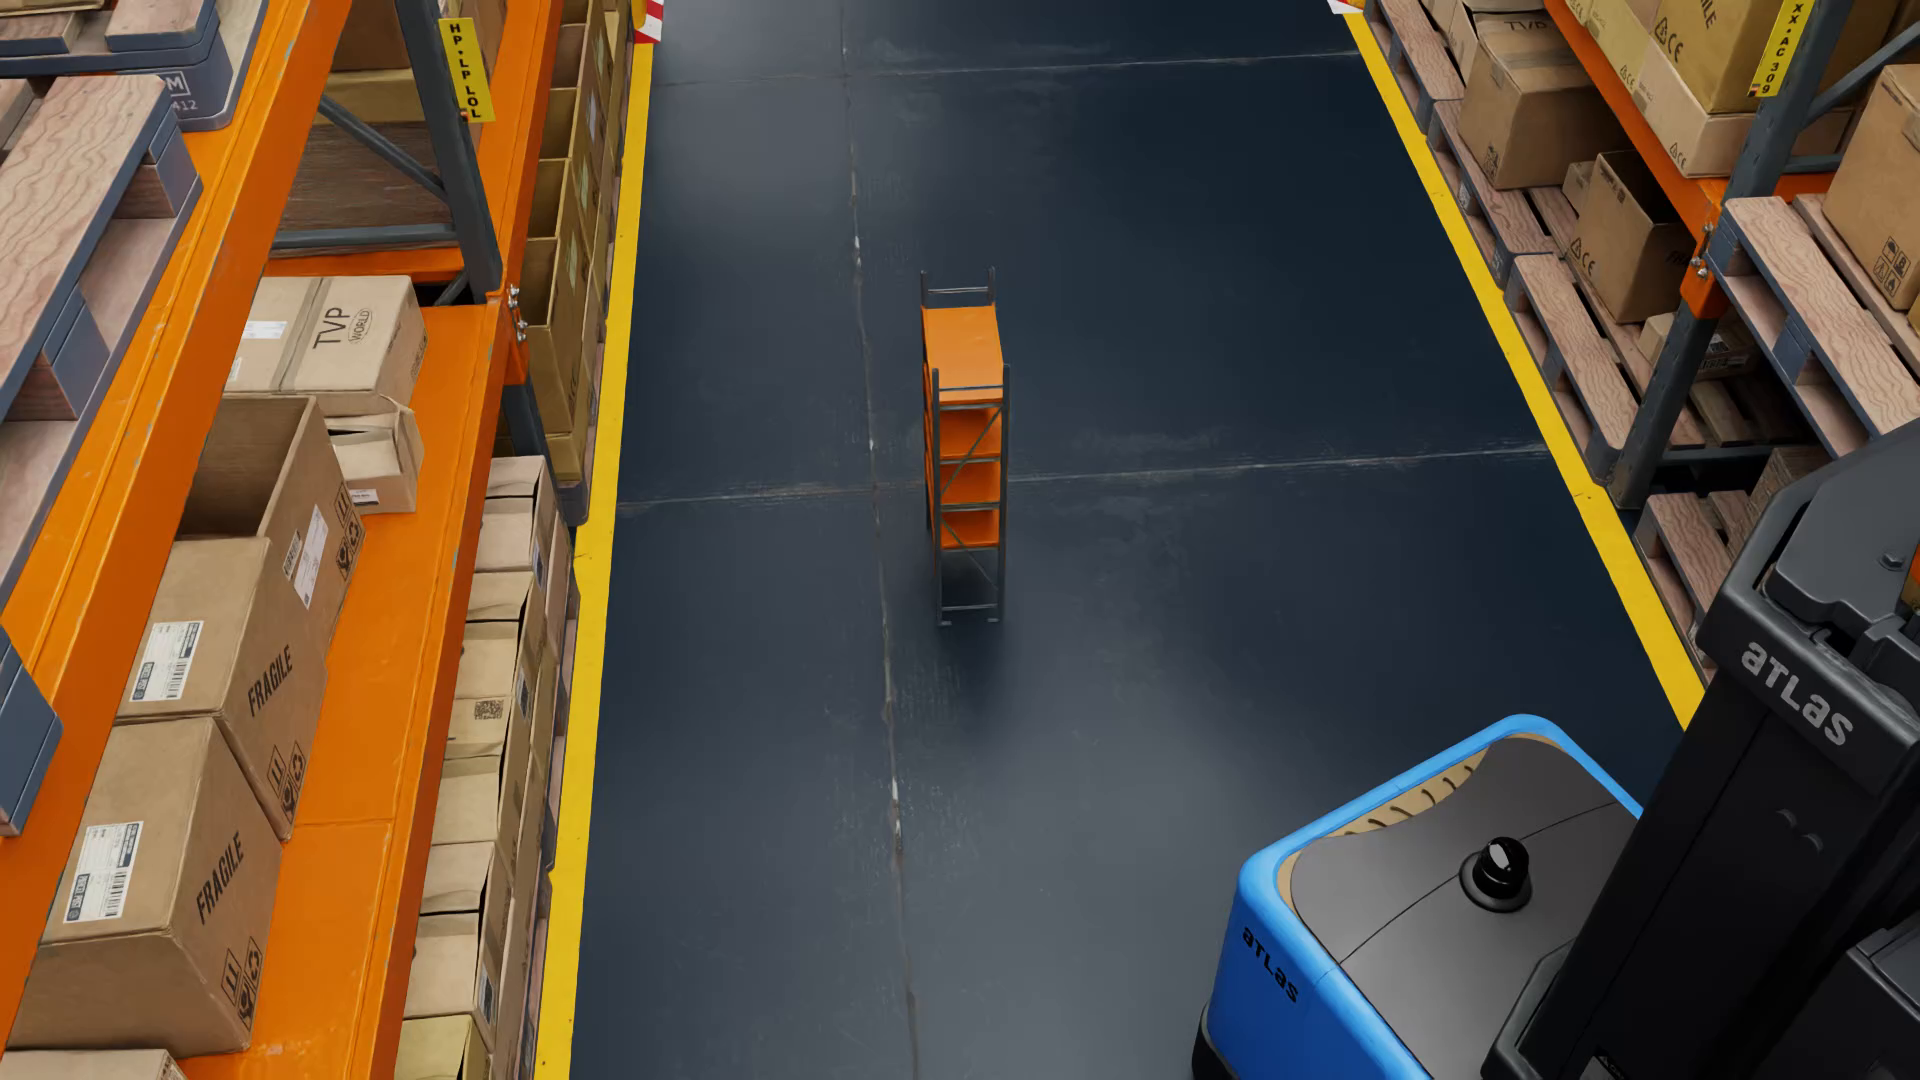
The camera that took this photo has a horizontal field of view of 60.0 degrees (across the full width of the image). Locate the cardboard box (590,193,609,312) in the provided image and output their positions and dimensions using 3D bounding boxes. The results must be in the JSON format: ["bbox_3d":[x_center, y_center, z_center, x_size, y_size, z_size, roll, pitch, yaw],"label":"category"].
[{"bbox_3d":[-1.743,-1.188,6.914,0.500,0.250,0.500,-3,47,-3],"label":"cardboard box"}]

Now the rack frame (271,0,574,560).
[{"bbox_3d":[-1.933,-0.911,5.047,1.000,3.000,0.127,-3,47,-3],"label":"rack frame"}]

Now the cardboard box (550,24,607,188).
[{"bbox_3d":[-1.787,-1.807,6.984,0.500,0.500,0.500,-3,47,-3],"label":"cardboard box"}]

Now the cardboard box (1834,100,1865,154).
[{"bbox_3d":[3.177,-1.523,5.716,0.500,0.250,0.500,-3,47,-3],"label":"cardboard box"}]

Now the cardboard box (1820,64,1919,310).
[{"bbox_3d":[3.012,-1.030,4.788,0.700,0.500,0.500,-3,47,-3],"label":"cardboard box"}]

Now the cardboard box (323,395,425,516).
[{"bbox_3d":[-1.676,-0.240,4.504,0.396,0.266,0.258,-5,47,-4],"label":"cardboard box"}]

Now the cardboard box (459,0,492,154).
[{"bbox_3d":[-2.027,-1.647,5.675,0.700,0.500,0.500,-4,47,-4],"label":"cardboard box"}]

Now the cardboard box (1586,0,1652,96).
[{"bbox_3d":[2.628,-1.855,6.031,0.500,0.250,0.500,-3,47,-3],"label":"cardboard box"}]

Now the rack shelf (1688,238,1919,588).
[{"bbox_3d":[3.171,0.480,4.225,1.077,0.370,4.000,-3,47,-3],"label":"rack shelf"}]

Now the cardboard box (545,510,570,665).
[{"bbox_3d":[-1.609,0.173,5.625,0.500,0.250,0.500,-4,47,-4],"label":"cardboard box"}]

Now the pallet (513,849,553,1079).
[{"bbox_3d":[-1.727,1.463,4.719,1.003,0.211,1.213,-3,47,-3],"label":"pallet"}]

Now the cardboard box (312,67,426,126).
[{"bbox_3d":[-1.762,-1.374,4.970,0.380,0.149,0.250,-4,47,-3],"label":"cardboard box"}]

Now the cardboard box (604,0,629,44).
[{"bbox_3d":[-1.928,-2.634,8.283,0.500,0.250,0.500,-3,47,-3],"label":"cardboard box"}]

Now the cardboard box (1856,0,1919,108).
[{"bbox_3d":[3.172,-1.781,5.443,0.500,0.500,0.500,-4,47,-4],"label":"cardboard box"}]

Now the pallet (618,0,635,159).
[{"bbox_3d":[-2.162,-2.295,8.278,1.003,0.211,1.213,-3,47,-3],"label":"pallet"}]

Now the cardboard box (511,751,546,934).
[{"bbox_3d":[-1.525,0.909,4.928,0.500,0.250,0.500,-3,47,-2],"label":"cardboard box"}]

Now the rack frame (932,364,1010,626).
[{"bbox_3d":[0.034,-0.116,5.534,0.240,1.200,0.015,-3,47,-3],"label":"rack frame"}]

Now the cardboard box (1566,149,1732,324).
[{"bbox_3d":[2.876,-1.255,6.791,0.500,0.500,0.500,-7,47,-6],"label":"cardboard box"}]

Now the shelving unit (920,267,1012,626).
[{"bbox_3d":[0.014,-0.293,5.701,0.258,1.200,0.503,-3,47,-3],"label":"shelving unit"}]

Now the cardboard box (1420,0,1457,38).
[{"bbox_3d":[2.637,-2.829,8.413,0.500,0.311,0.500,-8,47,-8],"label":"cardboard box"}]

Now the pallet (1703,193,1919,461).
[{"bbox_3d":[2.922,-0.587,4.872,1.003,0.211,1.213,-3,47,-3],"label":"pallet"}]

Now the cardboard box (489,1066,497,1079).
[{"bbox_3d":[-1.442,1.648,4.228,0.500,0.250,0.500,-5,47,-4],"label":"cardboard box"}]

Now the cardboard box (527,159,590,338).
[{"bbox_3d":[-1.709,-1.083,6.298,0.500,0.500,0.500,-3,47,-3],"label":"cardboard box"}]

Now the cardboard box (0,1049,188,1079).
[{"bbox_3d":[-1.761,1.150,3.268,0.380,0.149,0.250,0,47,0],"label":"cardboard box"}]

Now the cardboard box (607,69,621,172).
[{"bbox_3d":[-1.831,-1.911,7.599,0.500,0.250,0.500,-3,47,-3],"label":"cardboard box"}]

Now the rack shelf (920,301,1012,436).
[{"bbox_3d":[0.014,-0.563,5.416,0.258,0.148,0.480,-3,47,-3],"label":"rack shelf"}]

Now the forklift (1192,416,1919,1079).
[{"bbox_3d":[1.840,1.264,3.034,1.130,2.935,3.031,-23,51,-20],"label":"forklift"}]

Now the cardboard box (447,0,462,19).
[{"bbox_3d":[-1.807,-1.743,5.319,0.380,0.149,0.250,-5,47,-4],"label":"cardboard box"}]

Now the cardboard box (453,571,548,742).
[{"bbox_3d":[-1.563,0.349,5.072,0.500,0.311,0.500,-2,47,-2],"label":"cardboard box"}]

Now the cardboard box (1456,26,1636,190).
[{"bbox_3d":[2.696,-1.948,7.448,0.700,0.500,0.500,-6,47,-6],"label":"cardboard box"}]

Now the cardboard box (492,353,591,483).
[{"bbox_3d":[-1.670,-0.464,6.228,0.500,0.250,0.500,-3,47,-3],"label":"cardboard box"}]

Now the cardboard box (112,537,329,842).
[{"bbox_3d":[-1.799,0.355,3.779,0.500,0.500,0.500,-3,47,-3],"label":"cardboard box"}]

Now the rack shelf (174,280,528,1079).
[{"bbox_3d":[-1.765,0.784,3.937,1.077,0.370,4.000,-3,47,-3],"label":"rack shelf"}]

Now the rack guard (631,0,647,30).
[{"bbox_3d":[-2.270,-2.963,8.712,1.175,0.500,0.348,-3,47,-3],"label":"rack guard"}]

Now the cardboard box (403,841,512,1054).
[{"bbox_3d":[-1.486,1.074,4.385,0.500,0.311,0.500,-4,47,-4],"label":"cardboard box"}]

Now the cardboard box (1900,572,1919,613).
[{"bbox_3d":[3.122,0.086,5.005,0.500,0.250,0.500,-4,47,-4],"label":"cardboard box"}]

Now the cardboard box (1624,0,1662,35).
[{"bbox_3d":[2.608,-2.112,5.757,0.500,0.500,0.500,-4,47,-4],"label":"cardboard box"}]

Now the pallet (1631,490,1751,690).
[{"bbox_3d":[3.070,0.307,5.813,1.003,0.211,1.213,-3,47,-3],"label":"pallet"}]

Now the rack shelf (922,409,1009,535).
[{"bbox_3d":[0.014,-0.247,5.750,0.258,0.148,0.480,-3,47,-3],"label":"rack shelf"}]

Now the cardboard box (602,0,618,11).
[{"bbox_3d":[-1.926,-2.892,8.011,0.500,0.500,0.500,-3,47,-3],"label":"cardboard box"}]

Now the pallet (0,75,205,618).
[{"bbox_3d":[-1.840,-0.278,2.511,1.003,0.211,1.213,-2,47,-1],"label":"pallet"}]

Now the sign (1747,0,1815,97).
[{"bbox_3d":[2.463,-1.474,4.984,0.100,0.325,0.005,-3,47,-3],"label":"sign"}]

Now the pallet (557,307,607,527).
[{"bbox_3d":[-1.958,-0.530,6.606,1.003,0.211,1.213,-3,47,-3],"label":"pallet"}]
